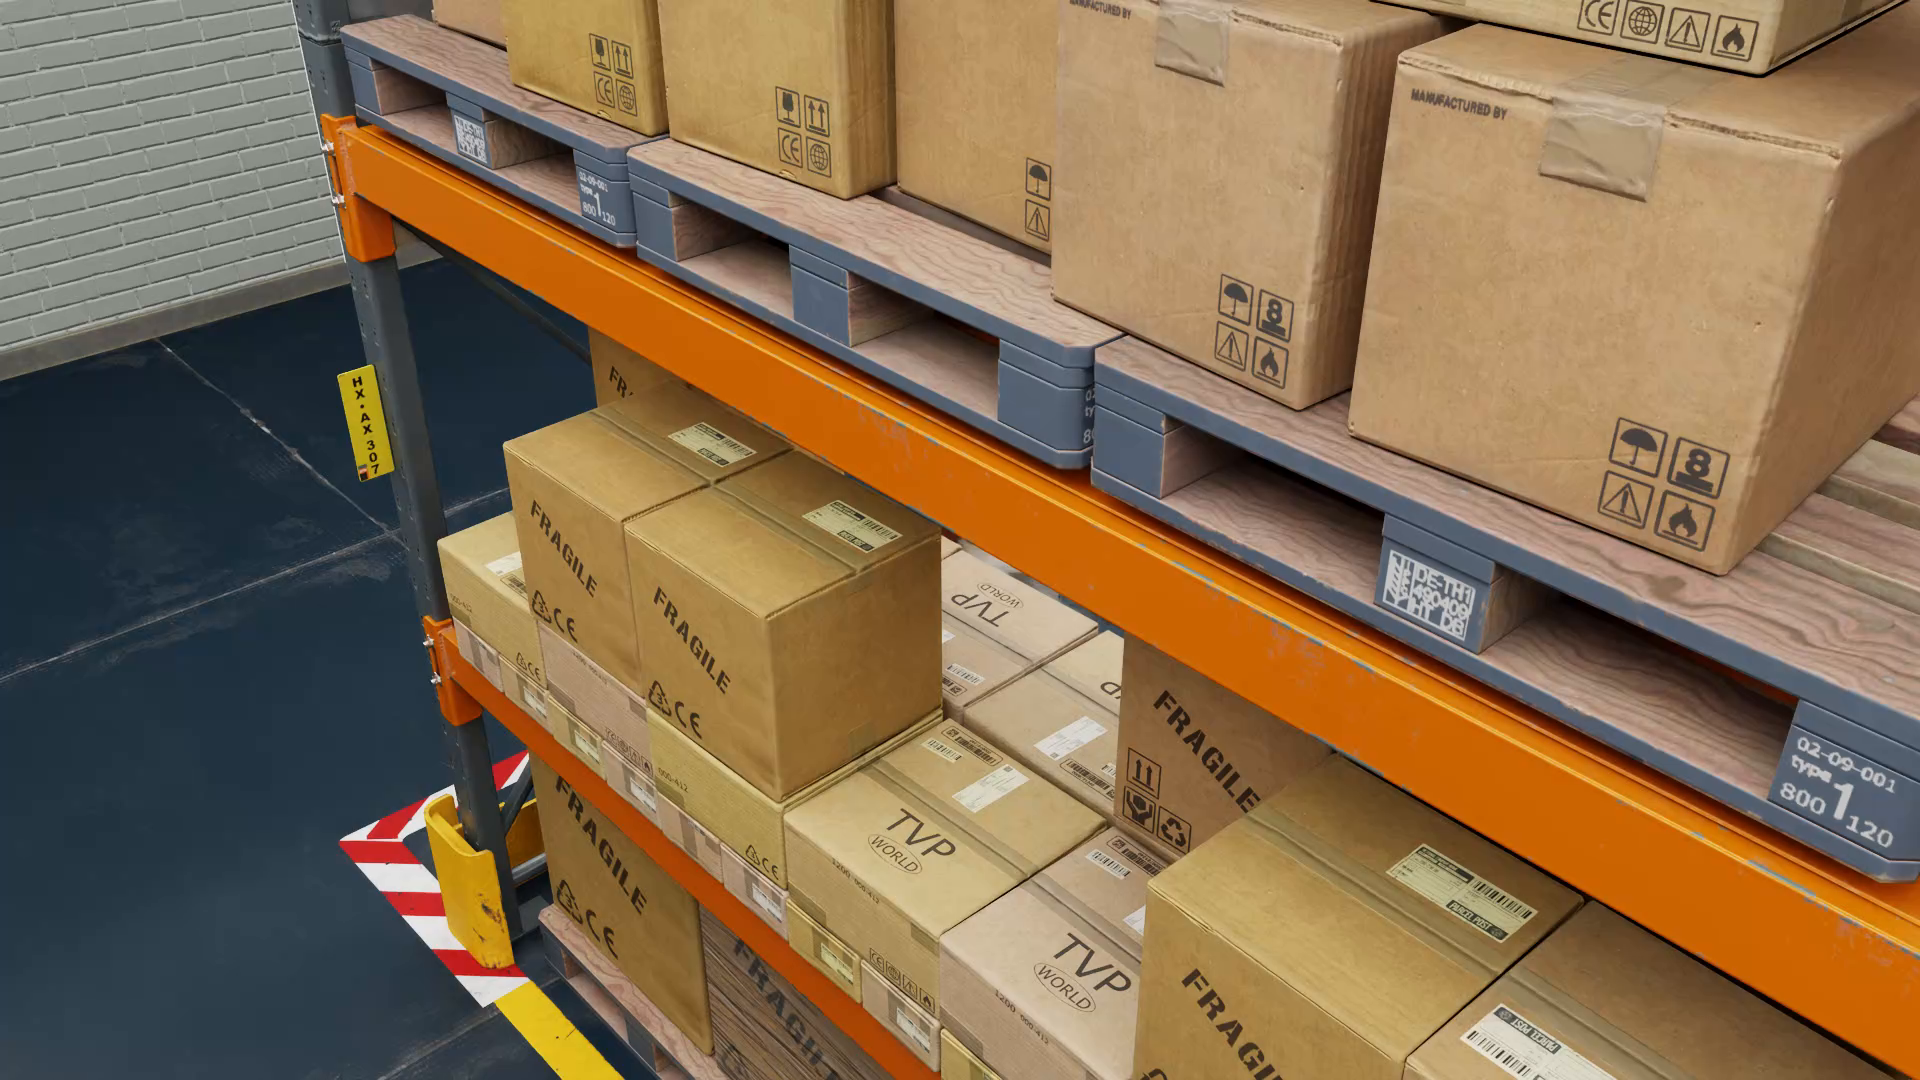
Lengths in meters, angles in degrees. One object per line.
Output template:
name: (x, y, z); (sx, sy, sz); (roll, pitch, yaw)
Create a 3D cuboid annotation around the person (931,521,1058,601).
person: (0.216, 0.069, 5.980); (0.703, 1.767, 0.451); (-5, 32, -9)
